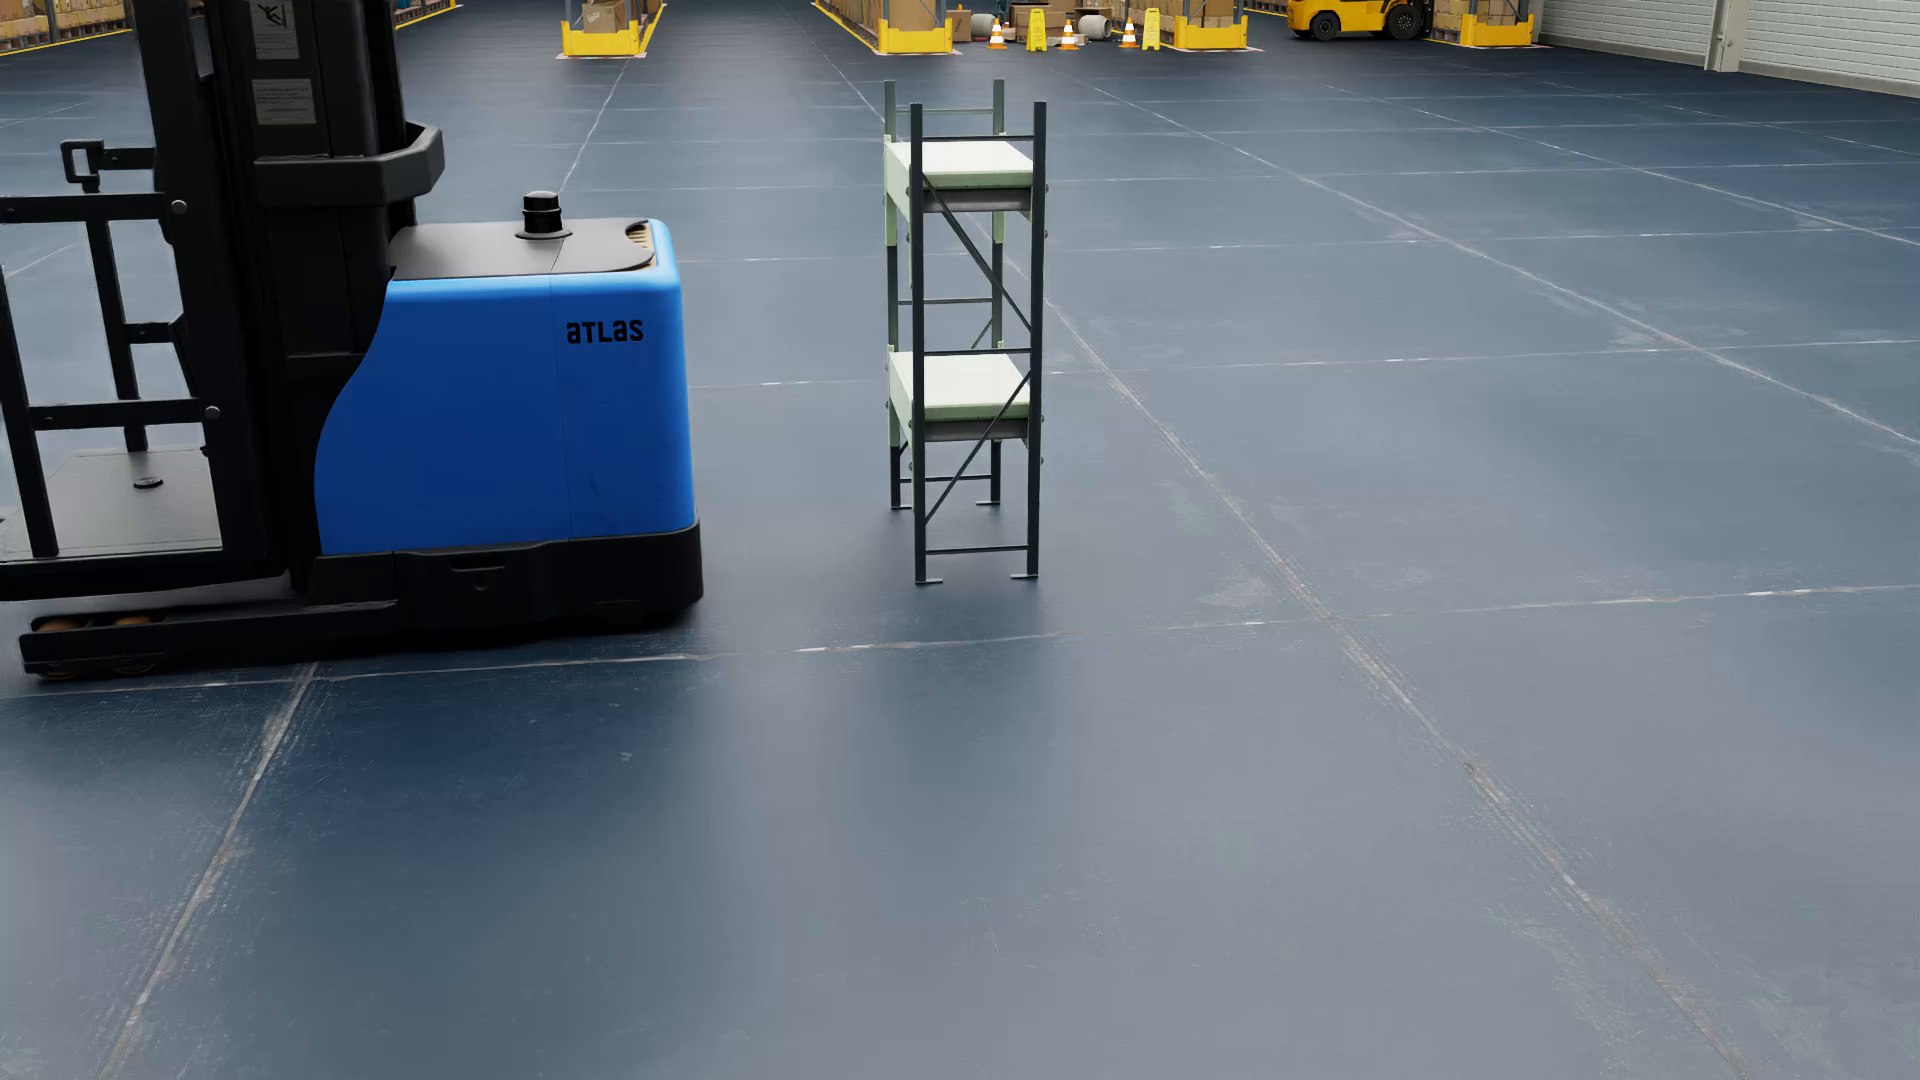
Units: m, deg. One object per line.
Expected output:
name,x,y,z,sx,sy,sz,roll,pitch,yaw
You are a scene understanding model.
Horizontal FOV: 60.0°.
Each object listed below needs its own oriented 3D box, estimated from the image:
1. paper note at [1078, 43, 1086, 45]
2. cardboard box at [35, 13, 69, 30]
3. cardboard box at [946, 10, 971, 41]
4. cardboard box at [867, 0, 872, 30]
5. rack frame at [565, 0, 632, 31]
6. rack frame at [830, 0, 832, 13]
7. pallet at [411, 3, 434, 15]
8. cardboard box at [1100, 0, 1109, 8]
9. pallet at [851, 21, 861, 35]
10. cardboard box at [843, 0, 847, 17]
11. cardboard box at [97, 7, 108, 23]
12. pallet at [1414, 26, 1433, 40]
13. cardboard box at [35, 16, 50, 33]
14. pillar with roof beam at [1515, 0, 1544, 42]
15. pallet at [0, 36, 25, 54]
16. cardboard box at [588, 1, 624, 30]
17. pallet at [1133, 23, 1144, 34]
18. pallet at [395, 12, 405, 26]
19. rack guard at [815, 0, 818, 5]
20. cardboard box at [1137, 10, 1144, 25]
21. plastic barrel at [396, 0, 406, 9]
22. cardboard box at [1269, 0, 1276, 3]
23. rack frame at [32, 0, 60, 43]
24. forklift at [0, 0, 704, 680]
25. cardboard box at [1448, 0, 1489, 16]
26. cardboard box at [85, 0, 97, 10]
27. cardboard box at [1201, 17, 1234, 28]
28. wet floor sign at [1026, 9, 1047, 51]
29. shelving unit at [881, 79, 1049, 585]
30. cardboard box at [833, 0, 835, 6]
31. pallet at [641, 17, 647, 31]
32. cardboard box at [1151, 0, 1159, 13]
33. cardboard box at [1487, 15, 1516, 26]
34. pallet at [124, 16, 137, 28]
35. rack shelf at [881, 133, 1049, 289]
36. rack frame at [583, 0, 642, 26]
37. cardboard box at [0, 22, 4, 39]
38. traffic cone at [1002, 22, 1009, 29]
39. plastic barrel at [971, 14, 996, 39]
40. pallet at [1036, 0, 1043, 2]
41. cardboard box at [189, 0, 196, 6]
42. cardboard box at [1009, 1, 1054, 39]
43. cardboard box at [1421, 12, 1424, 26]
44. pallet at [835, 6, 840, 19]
paper note,2.056,-8.394,28.148,0.148,0.019,0.142,-11,23,-26
cardboard box,-15.837,-9.006,28.871,0.500,0.250,0.500,-3,21,-9
cardboard box,-0.059,-9.003,29.103,0.500,0.500,0.500,1,20,2
cardboard box,-1.143,-9.327,28.837,0.875,0.875,0.875,-3,21,-7
rack frame,-5.644,-9.059,25.683,1.000,3.000,0.127,-3,21,-8
rack frame,-2.451,-13.429,37.383,1.000,3.000,0.127,-3,21,-8
pallet,-12.420,-11.910,37.302,1.003,0.211,1.213,-3,21,-8
cardboard box,3.298,-10.580,32.911,0.950,0.372,0.625,-2,21,-6
pallet,-1.484,-9.616,31.160,1.003,0.211,1.213,-3,21,-8
cardboard box,-1.747,-10.669,32.608,1.050,0.750,0.750,-3,21,-7
cardboard box,-16.136,-9.716,30.773,0.500,0.250,0.500,-2,21,-7
pallet,8.749,-9.188,30.014,1.003,0.211,1.213,-3,21,-8
cardboard box,-15.741,-8.704,28.064,0.500,0.250,0.500,-3,21,-8
pillar with roof beam,5.605,-12.690,26.831,9.100,9.000,0.400,-3,21,-8
pallet,-15.772,-7.938,26.668,1.003,0.211,1.213,-3,21,-8
cardboard box,-5.909,-8.724,27.760,0.500,0.500,0.500,-1,21,-3
pallet,3.717,-9.406,30.599,1.003,0.211,1.213,-3,21,-8
pallet,-11.854,-10.543,33.643,1.003,0.211,1.213,-3,21,-8
rack guard,-3.017,-13.616,41.458,1.175,0.500,0.348,-3,21,-8
cardboard box,3.491,-9.450,30.060,0.500,0.250,0.500,-2,21,-5
plastic barrel,-12.112,-11.743,35.269,0.600,0.901,0.708,-3,21,-8
cardboard box,7.345,-12.455,37.748,0.500,0.500,0.500,-4,21,-9
rack frame,-16.024,-9.945,28.056,1.000,3.000,0.127,-3,21,-8
forklift,-2.351,-1.181,4.689,3.031,2.935,1.130,-4,21,-11
cardboard box,8.694,-9.106,28.424,0.500,0.250,0.500,-3,21,-8
cardboard box,-16.060,-9.804,30.208,0.500,0.311,0.500,-2,21,-6
cardboard box,4.319,-8.760,28.214,0.500,0.250,0.500,-3,21,-8
wet floor sign,1.242,-8.261,26.911,0.267,0.644,0.232,-7,21,-17
shelving unit,0.001,-0.700,5.448,0.431,1.500,0.755,-3,21,-8
cardboard box,-2.529,-12.002,36.536,0.500,0.500,0.500,-2,21,-5
pallet,-6.514,-9.830,31.733,1.003,0.211,1.213,-3,21,-8
cardboard box,3.644,-9.438,28.957,0.500,0.500,0.500,-3,21,-9
cardboard box,9.196,-8.899,28.584,0.500,0.250,0.500,-3,21,-8
pallet,-16.671,-10.284,32.950,1.003,0.211,1.213,-3,21,-8
rack shelf,0.001,-1.066,5.311,0.431,0.370,0.720,-3,21,-8
rack frame,-6.221,-10.443,29.391,1.000,3.000,0.127,-3,21,-8
cardboard box,-15.452,-8.012,26.210,0.500,0.250,0.500,-3,21,-8
traffic cone,0.990,-10.164,32.267,0.336,0.463,0.334,-3,21,-8
plastic barrel,0.383,-9.136,29.573,0.512,0.421,0.421,12,24,30
pallet,2.400,-12.674,39.348,1.003,0.211,1.213,-3,21,-8
cardboard box,-17.024,-11.818,36.284,0.500,0.311,0.500,-3,21,-8
cardboard box,1.261,-9.256,29.586,0.797,0.637,0.503,-3,21,-8
cardboard box,8.470,-9.390,29.901,0.500,0.250,0.500,-2,21,-6
pallet,-2.159,-11.429,36.016,1.003,0.211,1.213,-3,21,-8
